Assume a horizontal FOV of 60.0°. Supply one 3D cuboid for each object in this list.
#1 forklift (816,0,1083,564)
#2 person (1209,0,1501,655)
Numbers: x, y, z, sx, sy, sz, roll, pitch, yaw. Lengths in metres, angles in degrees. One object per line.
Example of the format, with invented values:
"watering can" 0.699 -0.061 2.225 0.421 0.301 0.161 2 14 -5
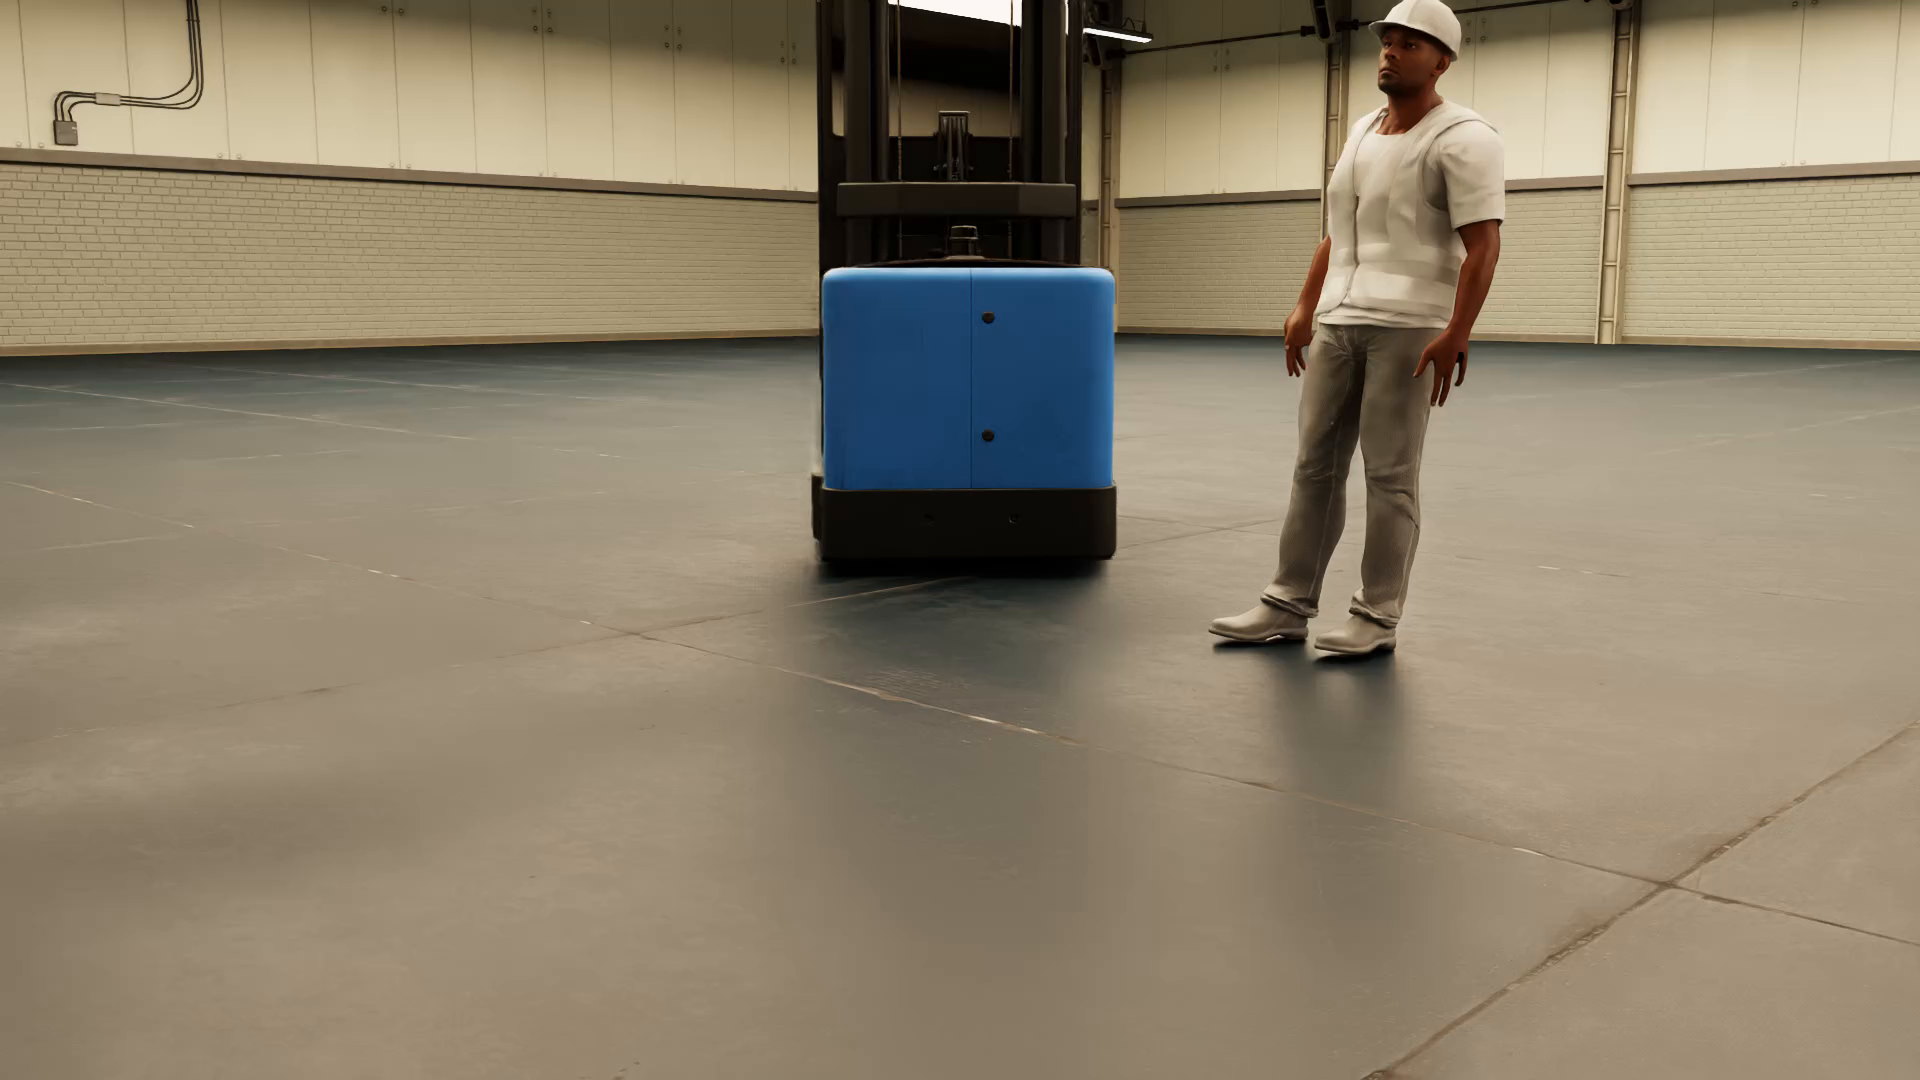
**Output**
"forklift" -0.056 -1.542 7.113 1.121 2.935 3.031 -1 9 -4
"person" 1.095 -0.569 4.518 0.578 1.765 0.666 -5 10 -29
